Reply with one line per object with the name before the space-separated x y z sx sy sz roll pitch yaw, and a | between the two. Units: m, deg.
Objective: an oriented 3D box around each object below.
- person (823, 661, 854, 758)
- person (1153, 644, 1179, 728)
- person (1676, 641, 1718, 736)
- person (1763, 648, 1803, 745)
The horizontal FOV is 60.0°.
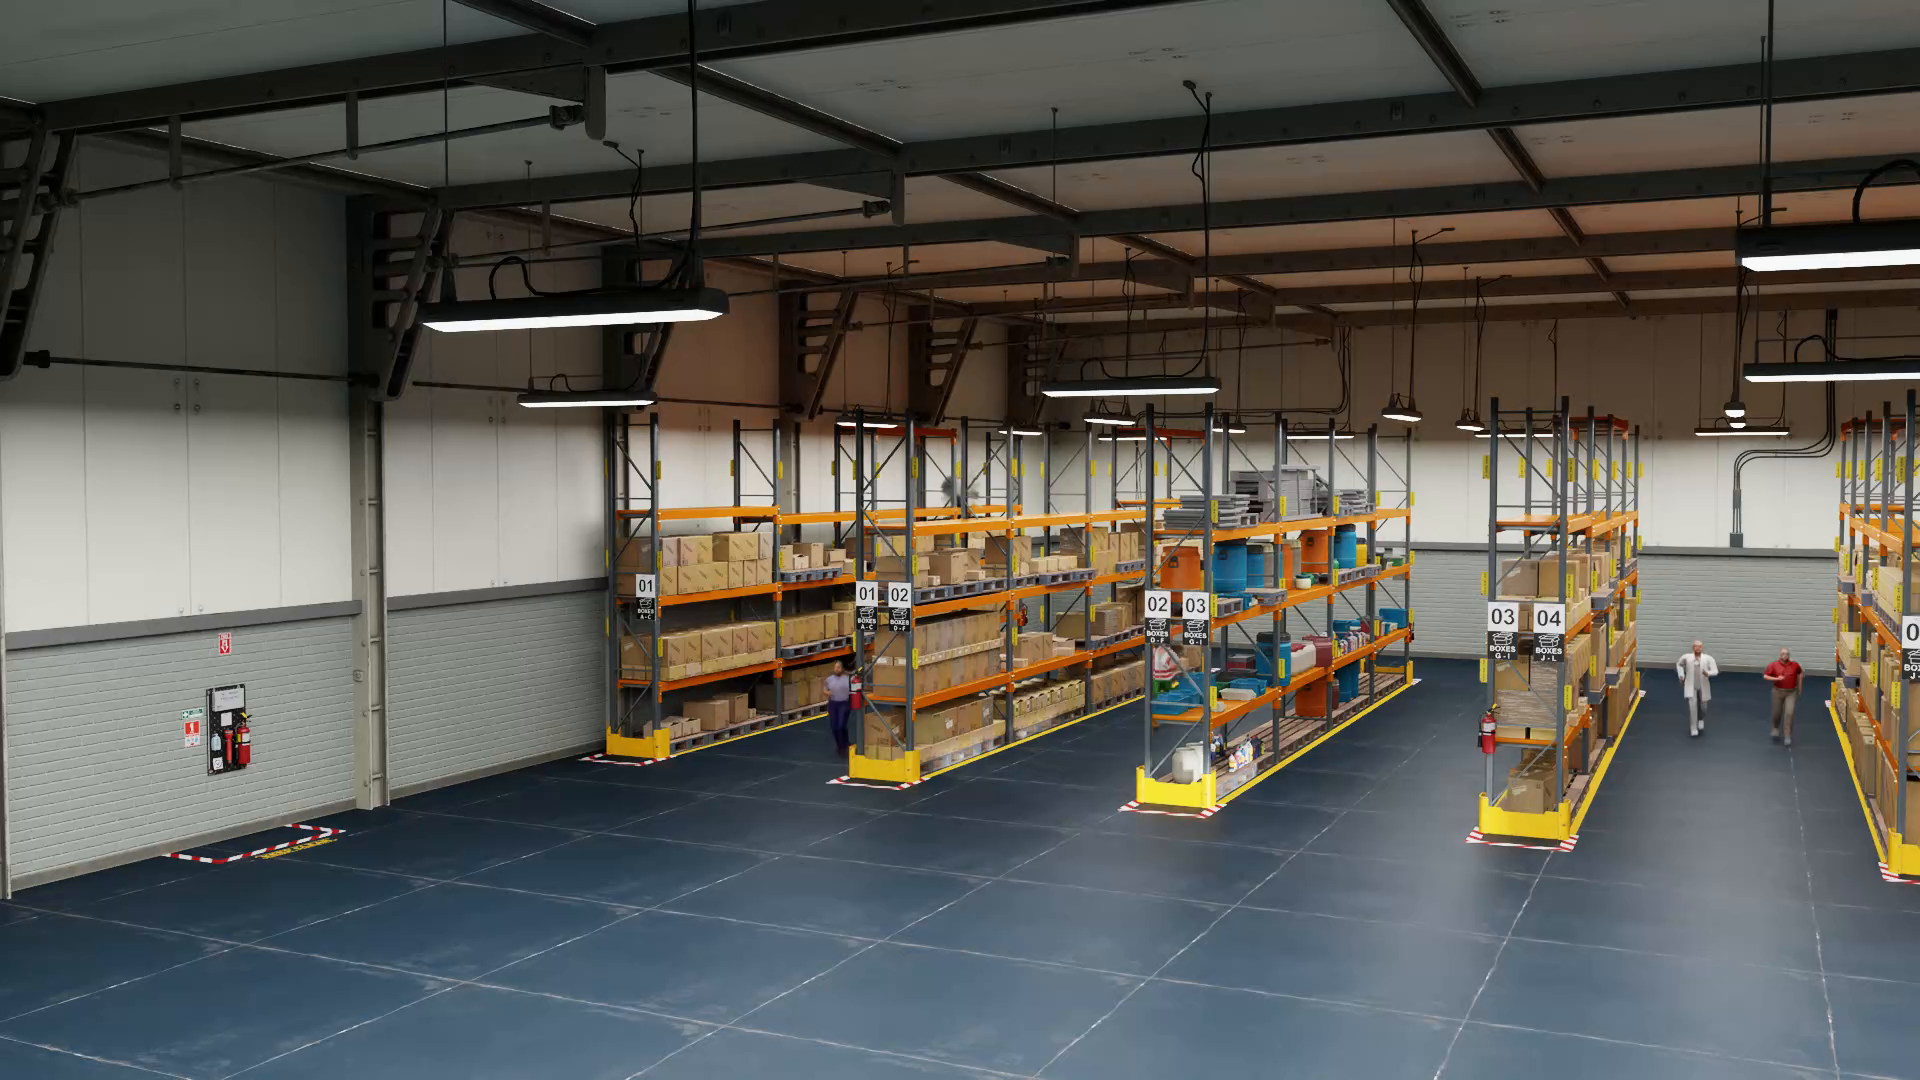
person | -2.110 2.966 29.079 0.576 1.694 0.695 1 2 15
person | 3.928 2.725 32.344 0.661 1.764 0.993 1 3 17
person | 13.925 2.781 31.430 0.714 1.754 1.035 1 3 21
person | 15.084 2.836 30.469 0.682 1.722 0.949 1 3 18
